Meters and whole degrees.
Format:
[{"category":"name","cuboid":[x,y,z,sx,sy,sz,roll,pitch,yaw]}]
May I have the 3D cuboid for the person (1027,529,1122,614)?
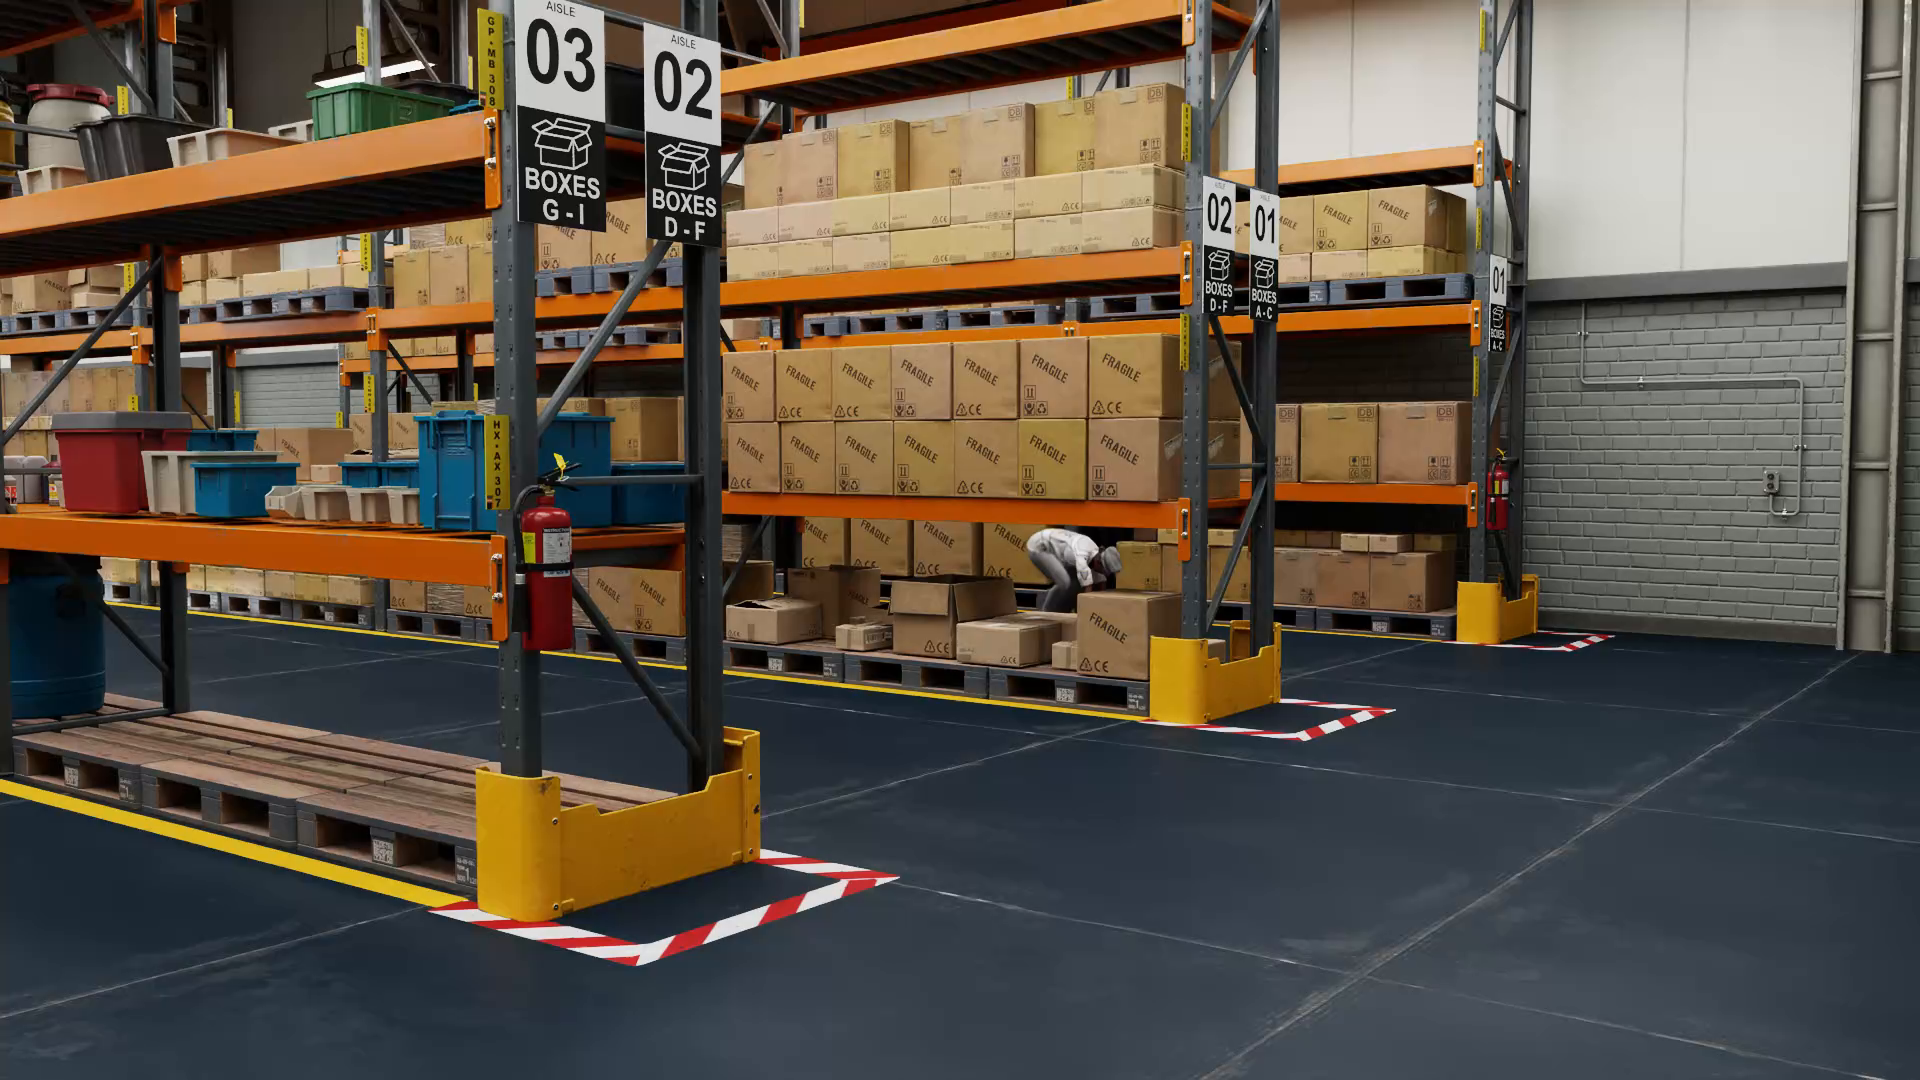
[{"category":"person","cuboid":[1.040,0.342,15.026,0.904,0.881,0.468,2,4,33]}]
